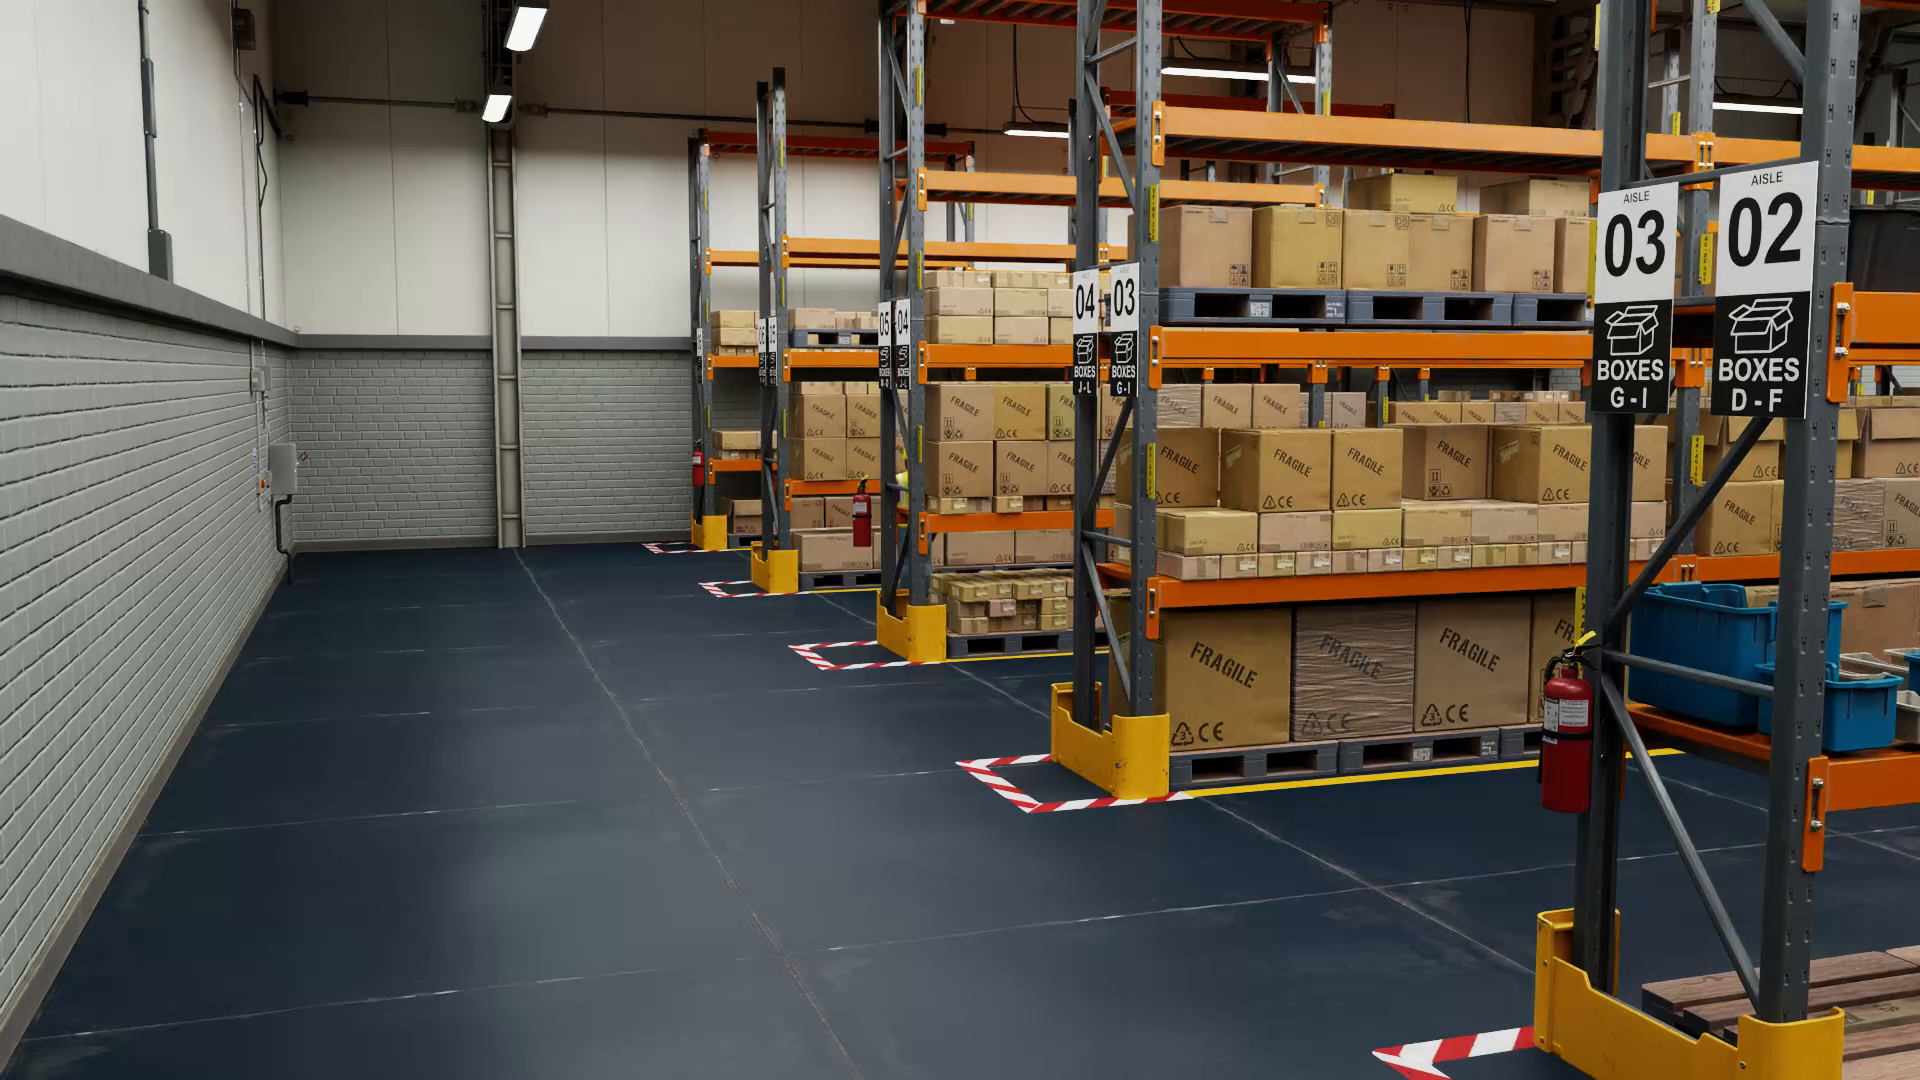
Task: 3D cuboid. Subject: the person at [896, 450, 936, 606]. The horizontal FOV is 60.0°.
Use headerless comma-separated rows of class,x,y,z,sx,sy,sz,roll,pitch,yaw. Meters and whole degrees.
person,-0.517,-0.128,17.984,0.575,1.782,0.380,-2,6,-17
